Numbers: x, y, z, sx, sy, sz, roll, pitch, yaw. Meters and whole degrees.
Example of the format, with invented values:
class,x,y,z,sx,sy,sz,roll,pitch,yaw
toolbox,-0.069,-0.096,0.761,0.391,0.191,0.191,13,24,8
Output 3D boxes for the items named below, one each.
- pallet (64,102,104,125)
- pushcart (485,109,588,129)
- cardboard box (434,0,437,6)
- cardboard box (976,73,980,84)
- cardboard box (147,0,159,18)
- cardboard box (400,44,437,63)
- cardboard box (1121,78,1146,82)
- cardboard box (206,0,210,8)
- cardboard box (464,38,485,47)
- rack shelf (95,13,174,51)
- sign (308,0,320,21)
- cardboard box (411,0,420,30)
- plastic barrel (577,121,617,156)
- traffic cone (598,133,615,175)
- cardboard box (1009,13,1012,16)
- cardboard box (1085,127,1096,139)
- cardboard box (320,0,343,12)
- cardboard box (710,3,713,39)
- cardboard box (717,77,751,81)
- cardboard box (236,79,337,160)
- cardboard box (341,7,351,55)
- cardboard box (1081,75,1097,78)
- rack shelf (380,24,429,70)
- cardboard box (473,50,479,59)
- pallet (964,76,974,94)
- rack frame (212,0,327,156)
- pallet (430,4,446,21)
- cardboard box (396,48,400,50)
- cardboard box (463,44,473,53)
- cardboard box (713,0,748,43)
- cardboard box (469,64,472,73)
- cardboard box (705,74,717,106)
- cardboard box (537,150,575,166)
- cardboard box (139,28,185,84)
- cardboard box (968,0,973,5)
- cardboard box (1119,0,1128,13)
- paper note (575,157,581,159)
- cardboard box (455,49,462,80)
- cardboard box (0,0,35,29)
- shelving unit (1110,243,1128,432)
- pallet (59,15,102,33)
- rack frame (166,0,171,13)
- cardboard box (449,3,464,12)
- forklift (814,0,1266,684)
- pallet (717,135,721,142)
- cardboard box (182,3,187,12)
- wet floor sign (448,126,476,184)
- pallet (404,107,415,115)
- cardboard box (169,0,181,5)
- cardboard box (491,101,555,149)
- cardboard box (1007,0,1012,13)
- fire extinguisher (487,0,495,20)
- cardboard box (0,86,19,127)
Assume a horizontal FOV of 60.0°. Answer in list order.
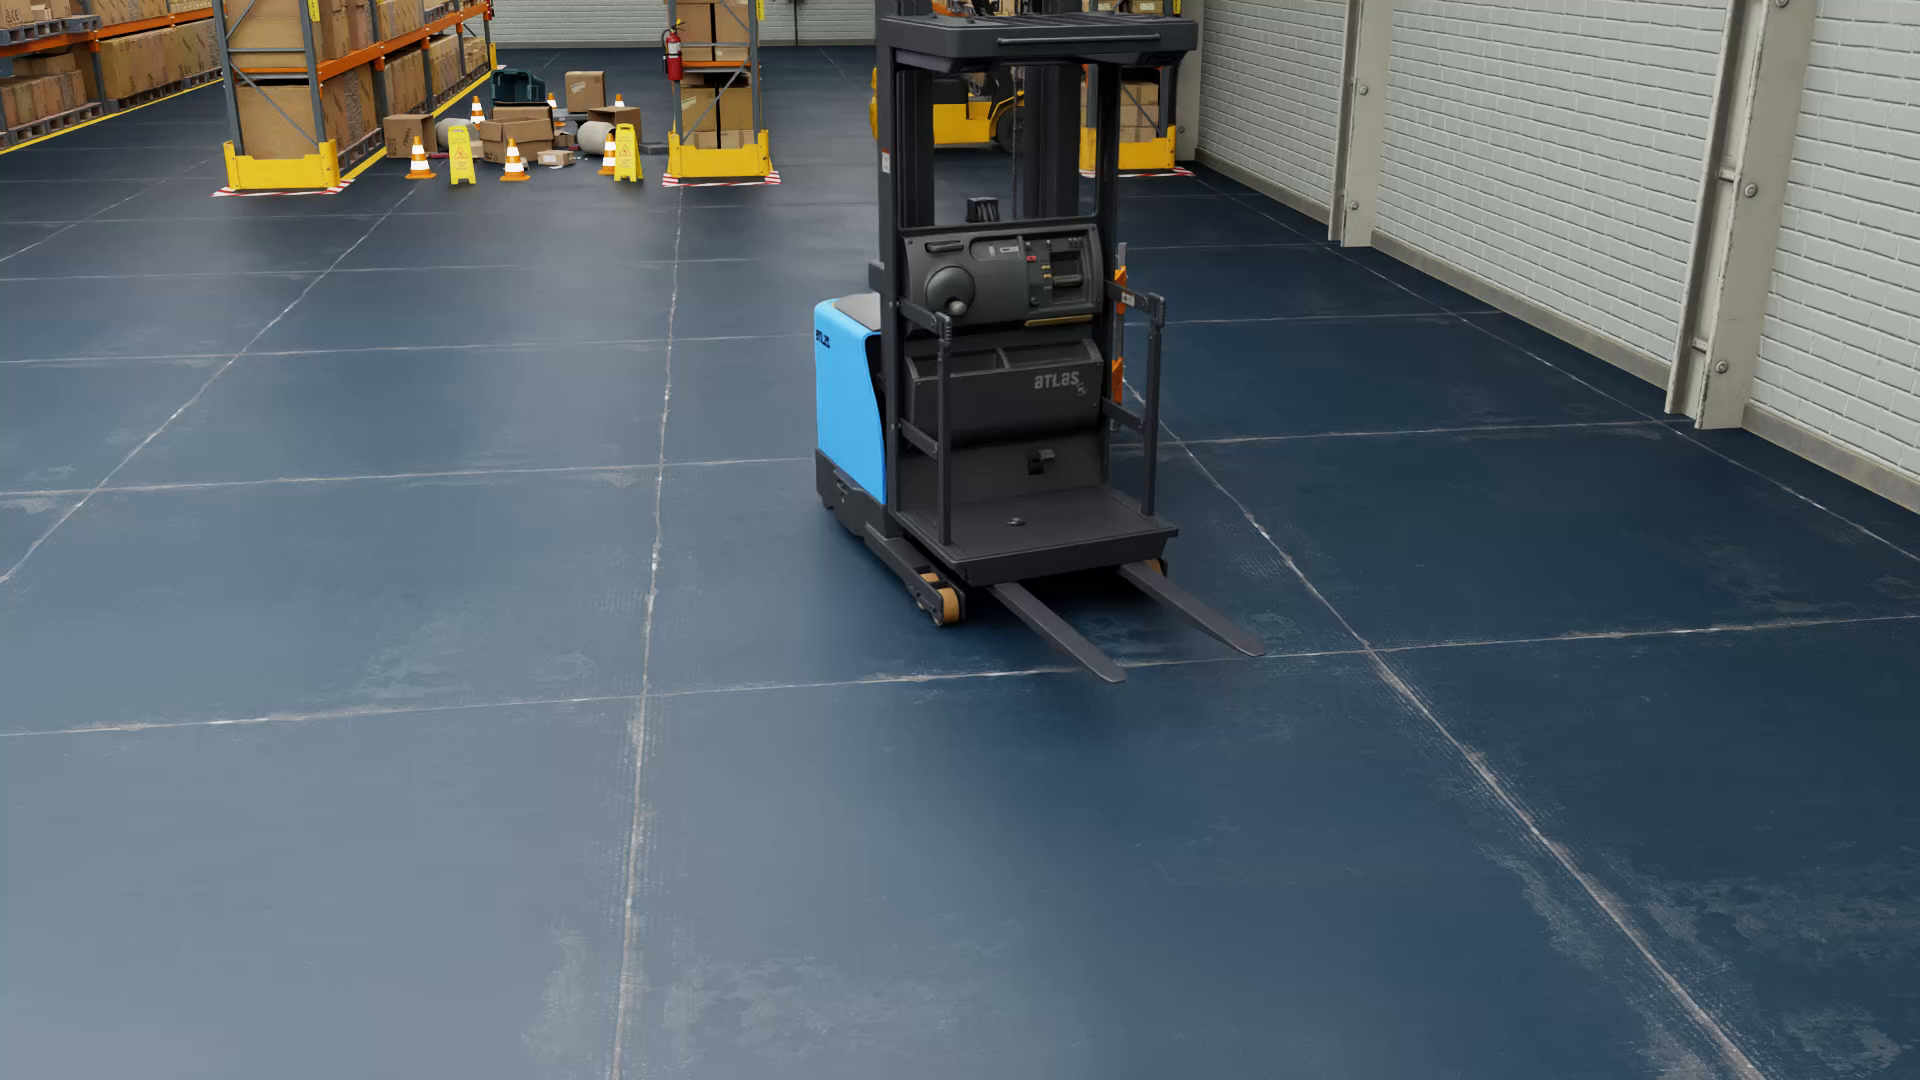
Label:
class,x,y,z,sx,sy,sz,roll,pitch,yaw
pallet,-13.713,-6.457,25.204,1.003,0.211,1.213,-3,21,-8
pushcart,-5.690,-5.789,23.175,1.648,0.377,0.936,-11,23,-26
cardboard box,-8.995,-9.043,27.899,0.380,0.149,0.250,-4,21,-10
cardboard box,0.558,-8.121,28.645,0.500,0.500,0.500,-3,21,-9
cardboard box,-13.998,-9.146,28.275,0.500,0.500,0.500,-2,21,-6
cardboard box,-8.761,-7.878,26.921,0.500,0.250,0.500,-4,21,-10
cardboard box,2.089,-5.742,21.203,0.500,0.250,0.500,-3,21,-8
cardboard box,-14.413,-10.137,31.428,0.380,0.149,0.250,-3,21,-8
cardboard box,-9.585,-9.816,32.834,0.380,0.149,0.250,-3,21,-9
rack shelf,-14.112,-8.390,27.420,1.077,0.370,4.000,-3,21,-8
sign,-7.198,-5.948,18.505,0.100,0.325,0.005,-3,21,-8
cardboard box,-8.500,-7.981,25.155,0.500,0.500,0.500,-3,21,-8
plastic barrel,-4.660,-5.196,21.524,0.512,0.421,0.421,12,24,30
traffic cone,-4.203,-4.660,20.031,0.336,0.463,0.334,-3,21,-8
cardboard box,1.020,-7.839,25.132,0.500,0.250,0.500,-3,21,-7
cardboard box,1.667,-5.071,20.837,0.500,0.250,0.500,-3,21,-7
cardboard box,-7.880,-6.573,19.770,0.875,0.550,0.550,-3,21,-8
cardboard box,-3.406,-6.648,21.161,0.500,0.500,0.500,-3,21,-7
cardboard box,-2.855,-5.681,21.396,0.500,0.500,0.500,-3,21,-7
cardboard box,-7.911,-4.913,19.519,0.875,0.875,0.875,-3,21,-7
cardboard box,-8.021,-6.247,20.441,0.875,0.550,0.500,-3,21,-8
cardboard box,1.510,-5.887,21.593,0.500,0.250,0.500,-3,21,-7
rack shelf,-8.613,-7.220,24.289,1.077,0.370,4.000,-3,21,-8
cardboard box,-9.446,-9.310,31.904,0.380,0.149,0.250,-3,21,-7
pallet,0.651,-8.161,29.766,1.003,0.211,1.213,-3,21,-8
rack frame,-7.748,-5.480,18.601,1.000,3.000,0.127,-3,21,-8
pallet,-9.227,-8.843,27.880,1.003,0.211,1.213,-3,21,-8
cardboard box,-9.259,-7.850,26.848,0.500,0.250,0.500,-3,21,-9
cardboard box,-9.405,-9.269,31.370,0.380,0.149,0.250,-2,21,-7
cardboard box,-2.736,-6.308,20.250,0.500,0.500,0.500,-2,21,-6
cardboard box,-9.251,-8.730,30.778,0.380,0.149,0.250,-2,21,-6
cardboard box,-3.461,-5.827,21.788,0.500,0.500,0.500,-2,21,-5
cardboard box,-5.052,-4.781,20.803,0.380,0.149,0.250,8,22,20
cardboard box,-14.289,-8.400,28.856,1.225,0.875,0.875,-3,21,-8
cardboard box,0.421,-9.261,28.340,0.500,0.250,0.500,-4,21,-10
cardboard box,2.156,-6.580,20.475,0.380,0.149,0.250,-3,21,-8
paper note,-4.944,-4.897,21.299,0.148,0.019,0.142,4,21,11
cardboard box,-9.122,-8.417,29.437,0.500,0.500,0.500,-3,21,-9
cardboard box,-13.223,-7.409,22.310,1.000,1.000,1.000,-3,21,-7
shelving unit,0.582,-1.033,9.374,0.538,1.125,1.048,6,21,14
pallet,-13.616,-7.703,24.828,1.213,0.211,1.003,-3,21,-8
rack frame,-14.401,-9.419,29.149,1.000,3.000,0.127,-3,21,-8
cardboard box,-9.195,-9.631,30.075,0.380,0.149,0.250,-2,21,-6
forklift,0.286,-1.169,7.157,1.130,2.935,3.031,-8,22,-21
pallet,-3.130,-5.189,21.807,1.003,0.211,1.213,-3,21,-8
cardboard box,-14.191,-9.603,29.999,0.380,0.149,0.250,-2,21,-6
wet floor sign,-5.785,-4.467,19.253,0.267,0.644,0.232,-7,21,-17
pallet,-8.690,-6.245,24.635,1.003,0.211,1.213,-3,21,-8
cardboard box,-14.209,-9.664,29.594,0.500,0.250,0.500,-3,21,-9
cardboard box,-5.766,-5.462,21.928,0.797,0.637,0.503,-3,21,-8
cardboard box,0.997,-8.077,25.055,0.500,0.250,0.500,-3,21,-7
fire extinguisher,-9.634,-10.919,33.807,0.296,0.674,0.183,-3,21,-8
cardboard box,-13.315,-5.898,22.665,0.700,0.500,0.500,-5,21,-12
